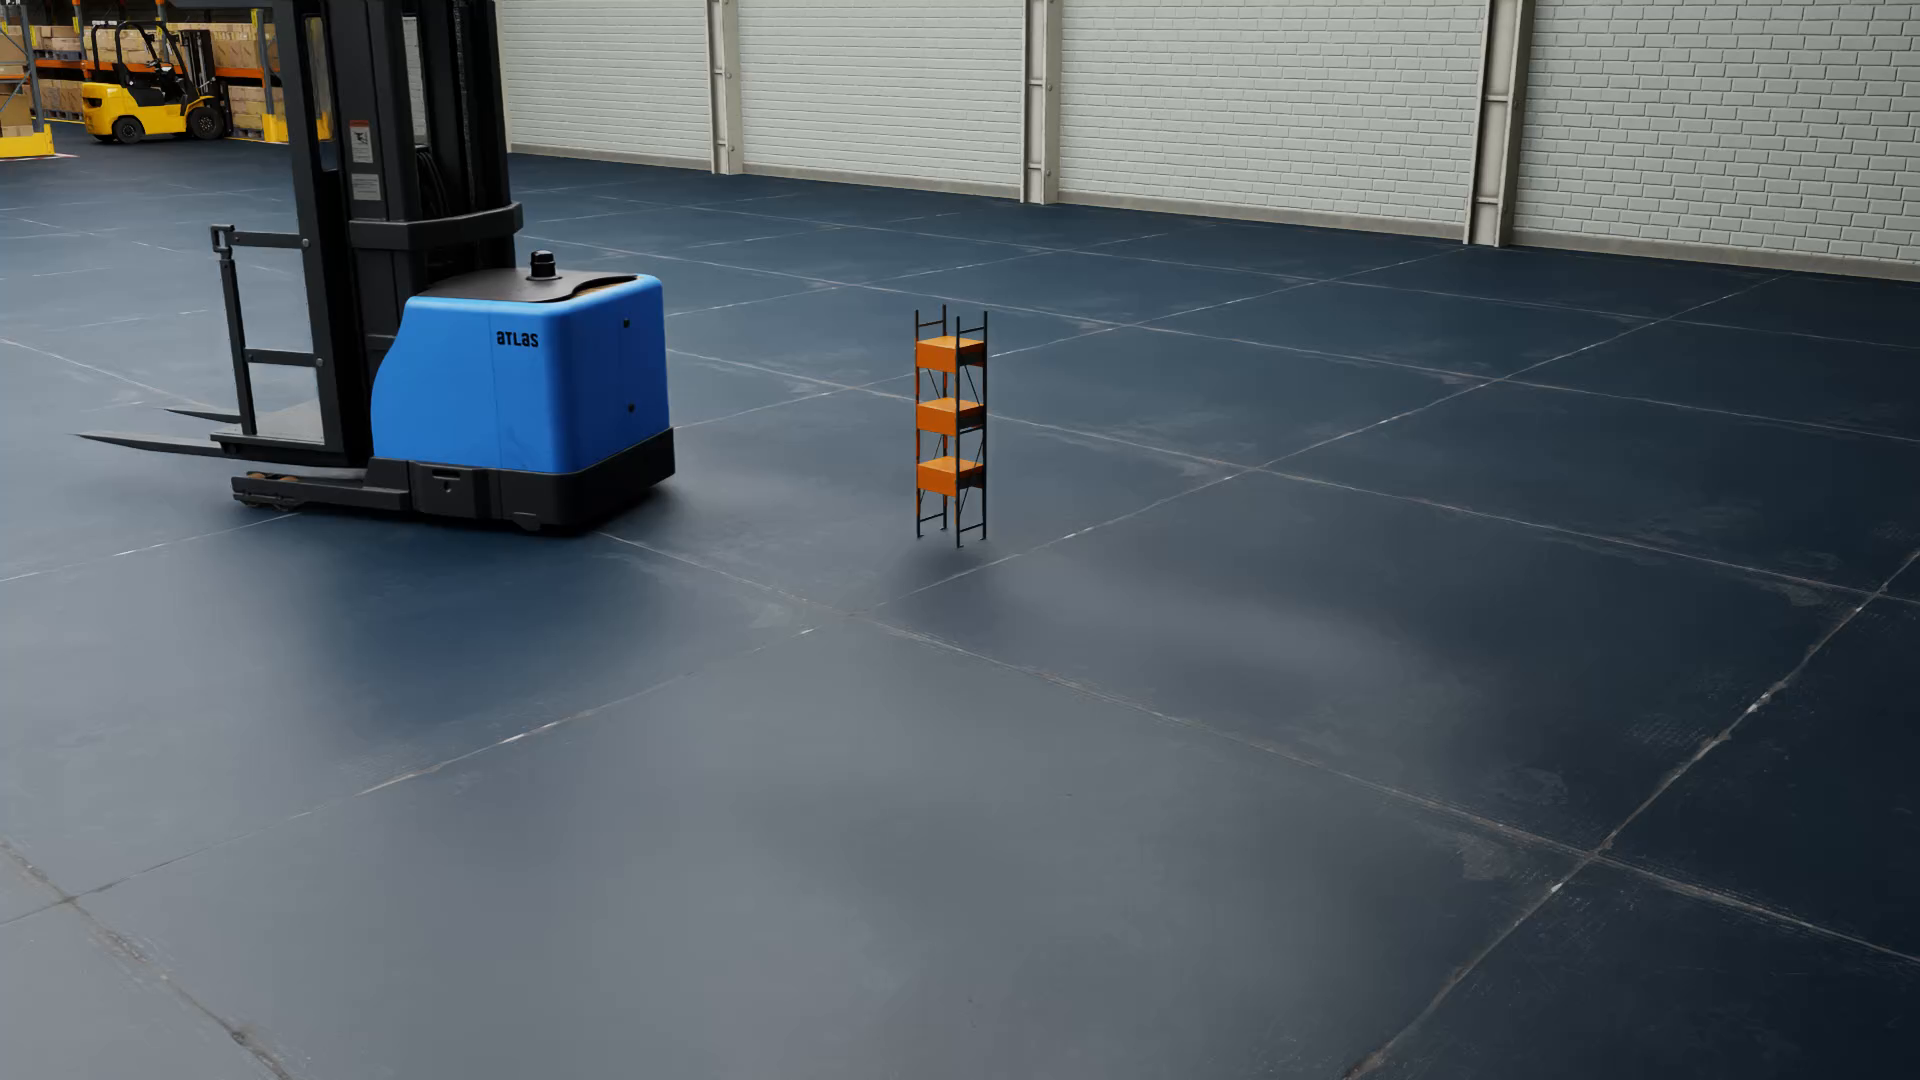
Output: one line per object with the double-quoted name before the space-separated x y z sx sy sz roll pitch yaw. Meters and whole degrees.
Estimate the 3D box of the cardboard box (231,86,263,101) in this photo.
"cardboard box" -13.468 -8.483 31.581 0.500 0.250 0.500 16 23 40

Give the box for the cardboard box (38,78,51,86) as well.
"cardboard box" -20.956 -10.502 38.109 0.250 0.149 0.380 14 22 36

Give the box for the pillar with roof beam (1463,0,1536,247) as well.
"pillar with roof beam" 2.640 -6.404 12.914 0.400 9.000 9.100 15 23 39

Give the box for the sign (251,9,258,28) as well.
"sign" -12.901 -9.538 30.403 0.005 0.325 0.100 15 23 39

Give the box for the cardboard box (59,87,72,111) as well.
"cardboard box" -19.733 -9.852 37.135 0.500 0.500 0.500 16 24 42

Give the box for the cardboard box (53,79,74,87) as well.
"cardboard box" -20.174 -10.293 37.452 0.250 0.149 0.380 15 23 39

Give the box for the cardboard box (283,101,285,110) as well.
"cardboard box" -12.744 -8.263 31.714 0.500 0.250 0.500 16 23 40

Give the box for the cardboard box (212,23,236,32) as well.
"cardboard box" -14.089 -9.823 31.876 0.250 0.149 0.380 15 23 40

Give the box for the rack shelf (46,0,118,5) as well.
"rack shelf" -20.010 -12.088 36.973 4.000 0.370 1.077 15 23 39

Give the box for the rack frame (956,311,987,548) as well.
"rack frame" 0.051 -0.487 7.410 0.008 1.050 0.200 15 23 39

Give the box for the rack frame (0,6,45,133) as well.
"rack frame" -15.822 -7.870 27.451 0.127 3.000 1.000 15 23 39

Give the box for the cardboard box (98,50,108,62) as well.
"cardboard box" -17.971 -10.282 35.299 0.500 0.250 0.500 14 23 38

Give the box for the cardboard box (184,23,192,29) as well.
"cardboard box" -14.904 -10.008 32.459 0.250 0.149 0.380 16 23 40

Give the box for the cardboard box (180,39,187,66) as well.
"cardboard box" -14.963 -9.595 32.723 0.500 0.500 0.500 16 23 40

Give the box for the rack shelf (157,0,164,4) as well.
"rack shelf" -14.026 -10.482 31.912 4.000 0.370 1.077 15 23 39

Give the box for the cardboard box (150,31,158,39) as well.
"cardboard box" -16.130 -10.220 33.617 0.250 0.149 0.380 15 23 38

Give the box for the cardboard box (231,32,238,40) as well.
"cardboard box" -13.518 -9.520 31.411 0.250 0.149 0.380 15 23 39

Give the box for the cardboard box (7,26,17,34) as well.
"cardboard box" -21.292 -11.503 38.040 0.500 0.500 0.700 16 23 41

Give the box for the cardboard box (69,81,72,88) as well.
"cardboard box" -19.444 -10.070 36.750 0.250 0.149 0.380 14 22 37

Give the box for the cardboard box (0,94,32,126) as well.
"cardboard box" -16.260 -7.346 28.412 0.500 0.500 0.500 14 22 37

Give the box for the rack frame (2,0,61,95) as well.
"rack frame" -21.506 -11.403 38.584 0.127 3.000 1.000 15 23 39

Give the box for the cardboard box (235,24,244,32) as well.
"cardboard box" -13.357 -9.605 31.190 0.250 0.149 0.380 16 23 40

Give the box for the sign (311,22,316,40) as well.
"sign" -12.157 -9.568 31.241 0.005 0.325 0.100 15 23 39

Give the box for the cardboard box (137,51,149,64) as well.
"cardboard box" -16.452 -9.867 33.991 0.500 0.250 0.500 15 23 39

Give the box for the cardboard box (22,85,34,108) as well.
"cardboard box" -21.293 -10.264 38.432 0.500 0.500 0.500 16 24 42

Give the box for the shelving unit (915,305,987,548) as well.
"shelving unit" -0.040 -0.511 7.487 0.252 1.050 0.215 15 23 39

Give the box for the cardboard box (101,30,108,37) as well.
"cardboard box" -17.857 -10.677 35.059 0.250 0.149 0.380 15 23 40

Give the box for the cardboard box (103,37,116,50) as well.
"cardboard box" -17.591 -10.412 34.884 0.500 0.250 0.500 14 23 38

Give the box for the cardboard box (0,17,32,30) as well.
"cardboard box" -22.443 -12.190 39.580 0.500 0.500 0.500 14 23 38

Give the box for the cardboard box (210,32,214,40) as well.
"cardboard box" -14.315 -9.715 32.027 0.250 0.149 0.380 14 23 38

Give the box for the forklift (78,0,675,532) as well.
"forklift" -3.021 -1.681 8.063 3.031 2.935 1.130 6 18 17

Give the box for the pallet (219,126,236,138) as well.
"pallet" -14.038 -8.054 32.639 1.213 0.211 1.003 15 23 39

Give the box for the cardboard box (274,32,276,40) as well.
"cardboard box" -12.839 -9.512 31.389 0.250 0.149 0.380 15 23 39

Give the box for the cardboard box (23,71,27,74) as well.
"cardboard box" -21.374 -10.744 38.382 0.250 0.149 0.380 15 23 38

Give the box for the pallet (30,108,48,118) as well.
"pallet" -20.872 -9.919 38.518 1.213 0.211 1.003 15 23 39

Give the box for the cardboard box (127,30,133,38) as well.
"cardboard box" -16.900 -10.422 34.254 0.250 0.149 0.380 15 23 40

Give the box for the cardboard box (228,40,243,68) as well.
"cardboard box" -13.455 -9.187 31.436 0.500 0.500 0.500 16 24 41

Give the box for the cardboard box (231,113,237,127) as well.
"cardboard box" -13.825 -8.111 32.060 0.500 0.250 0.500 15 23 40

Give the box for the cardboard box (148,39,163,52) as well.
"cardboard box" -16.059 -10.004 33.598 0.500 0.250 0.500 14 23 38

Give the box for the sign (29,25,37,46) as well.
"sign" -15.462 -8.405 27.707 0.005 0.325 0.100 15 23 39

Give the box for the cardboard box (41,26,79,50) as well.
"cardboard box" -19.857 -11.135 36.875 0.637 0.503 0.797 14 23 38
